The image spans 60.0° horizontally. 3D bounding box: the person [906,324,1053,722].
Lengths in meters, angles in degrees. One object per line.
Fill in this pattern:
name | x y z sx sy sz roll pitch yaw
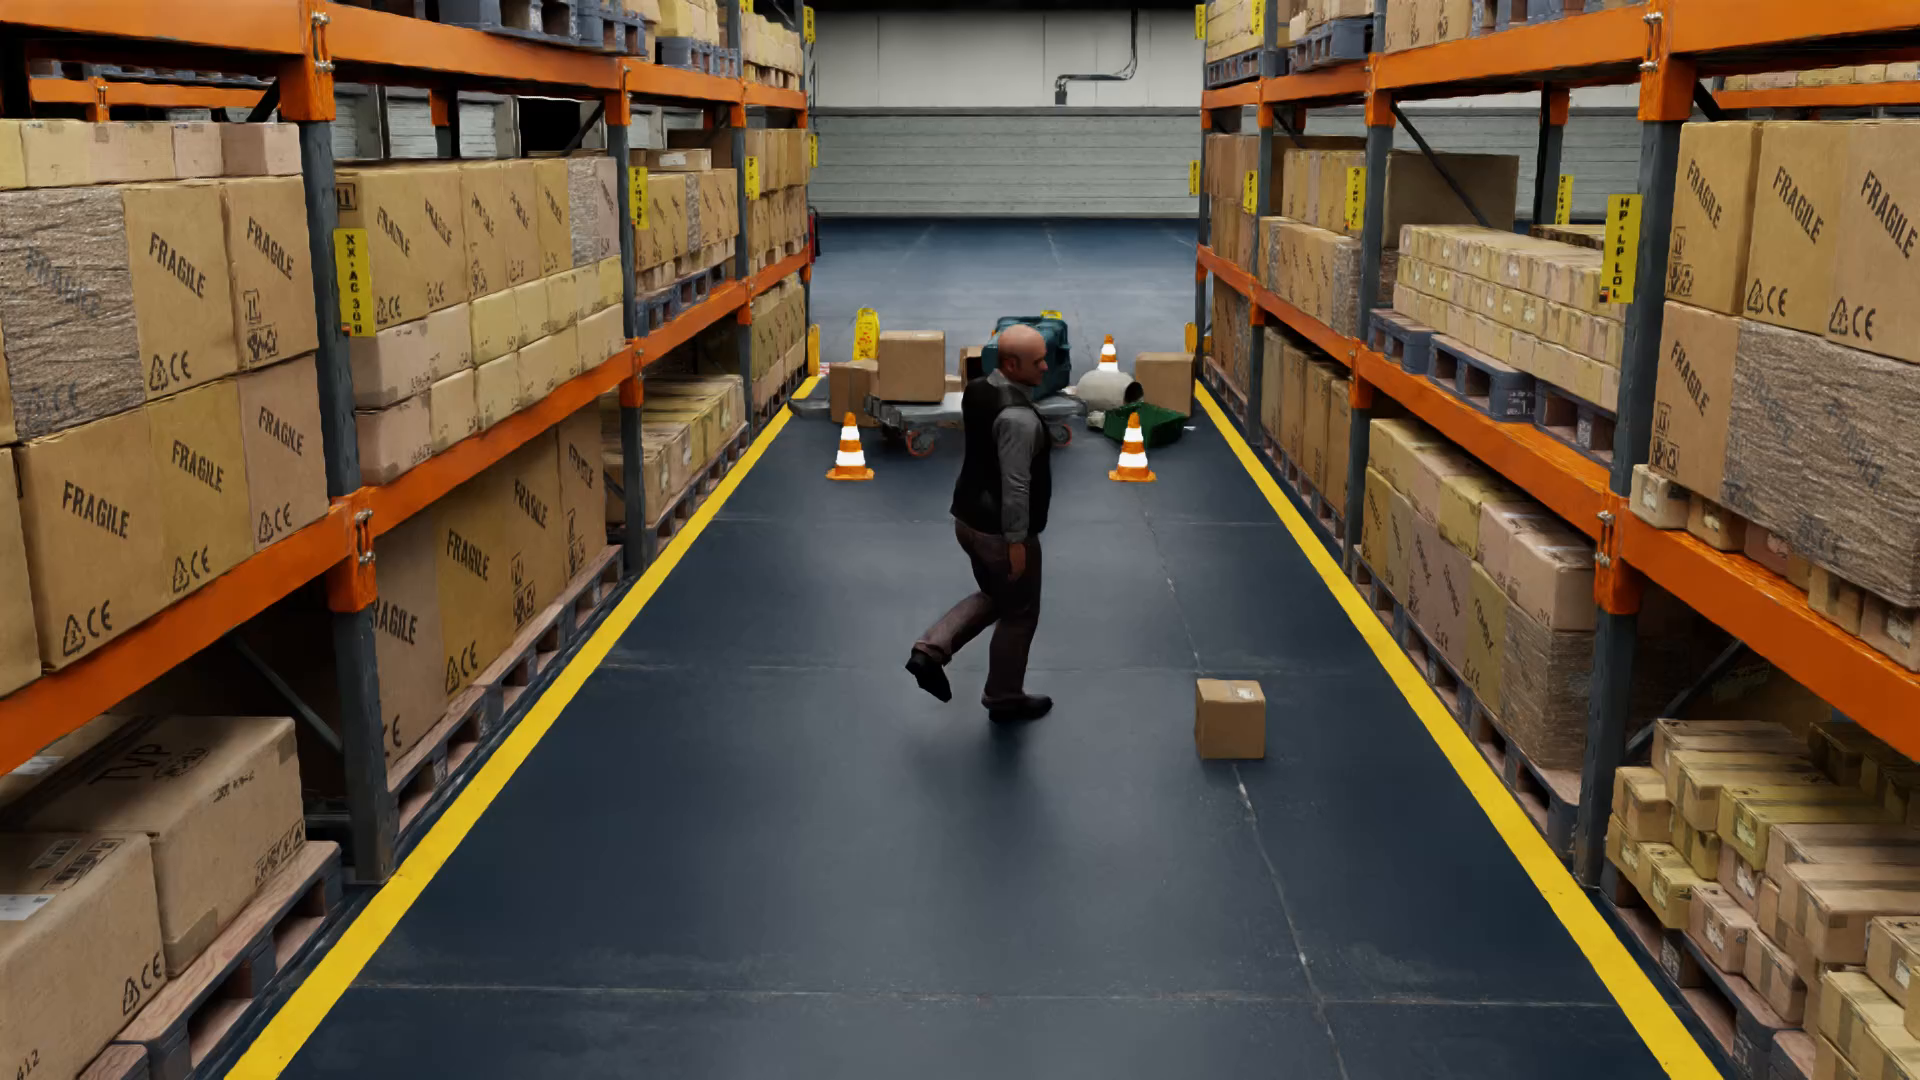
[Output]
person | 0.139 -0.034 6.742 0.660 1.700 0.585 -6 15 -23
